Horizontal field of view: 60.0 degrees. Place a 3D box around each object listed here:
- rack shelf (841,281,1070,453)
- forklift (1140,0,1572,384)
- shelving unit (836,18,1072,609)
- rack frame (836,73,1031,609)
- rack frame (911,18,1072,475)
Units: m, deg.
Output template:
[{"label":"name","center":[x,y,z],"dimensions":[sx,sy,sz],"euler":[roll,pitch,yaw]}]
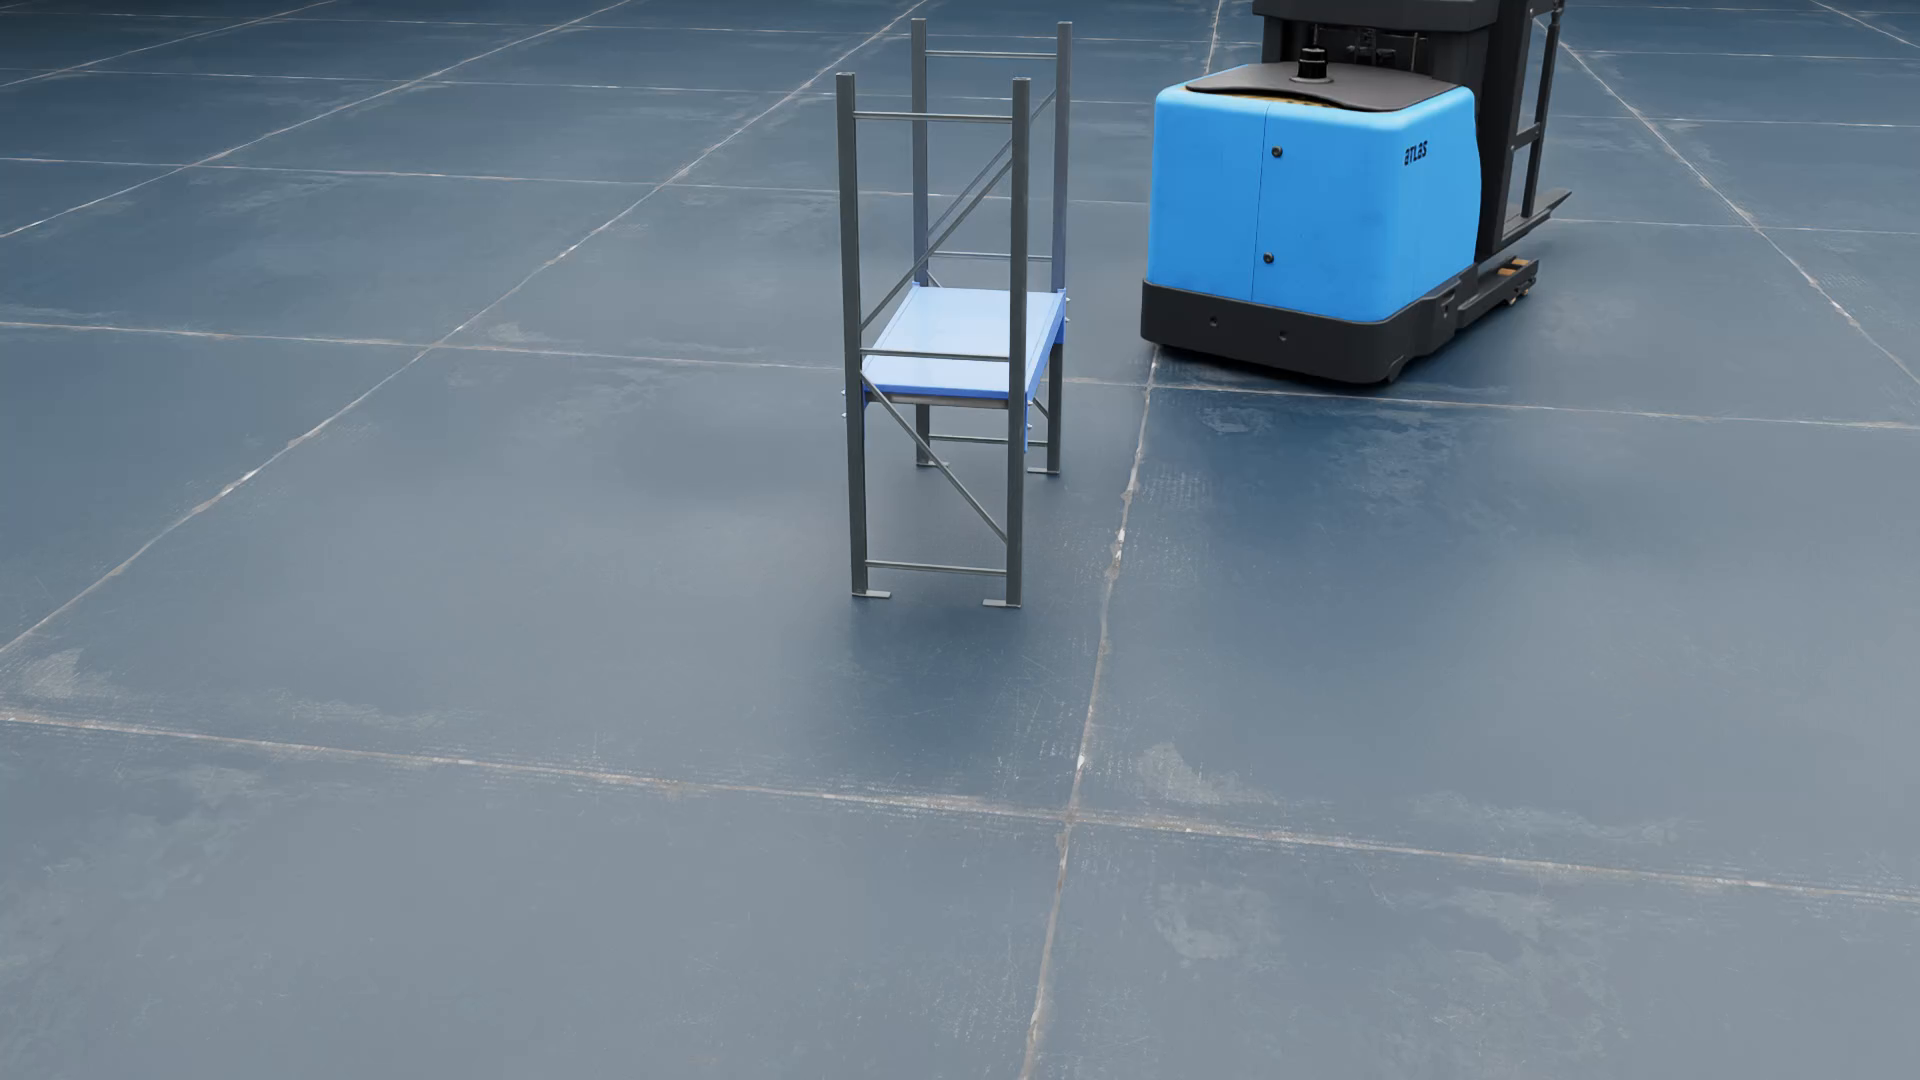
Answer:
[{"label":"rack shelf","center":[0.014,-0.552,5.085],"dimensions":[0.538,0.185,1.000],"euler":[4,25,9]},{"label":"forklift","center":[2.008,-2.493,7.119],"dimensions":[1.130,2.935,3.031],"euler":[17,30,32]},{"label":"shelving unit","center":[0.014,-0.715,5.008],"dimensions":[0.538,1.500,1.048],"euler":[4,25,9]},{"label":"rack frame","center":[-0.069,-0.502,4.554],"dimensions":[0.500,1.500,0.032],"euler":[4,25,9]},{"label":"rack frame","center":[0.097,-0.928,5.462],"dimensions":[0.500,1.500,0.032],"euler":[4,25,9]}]
